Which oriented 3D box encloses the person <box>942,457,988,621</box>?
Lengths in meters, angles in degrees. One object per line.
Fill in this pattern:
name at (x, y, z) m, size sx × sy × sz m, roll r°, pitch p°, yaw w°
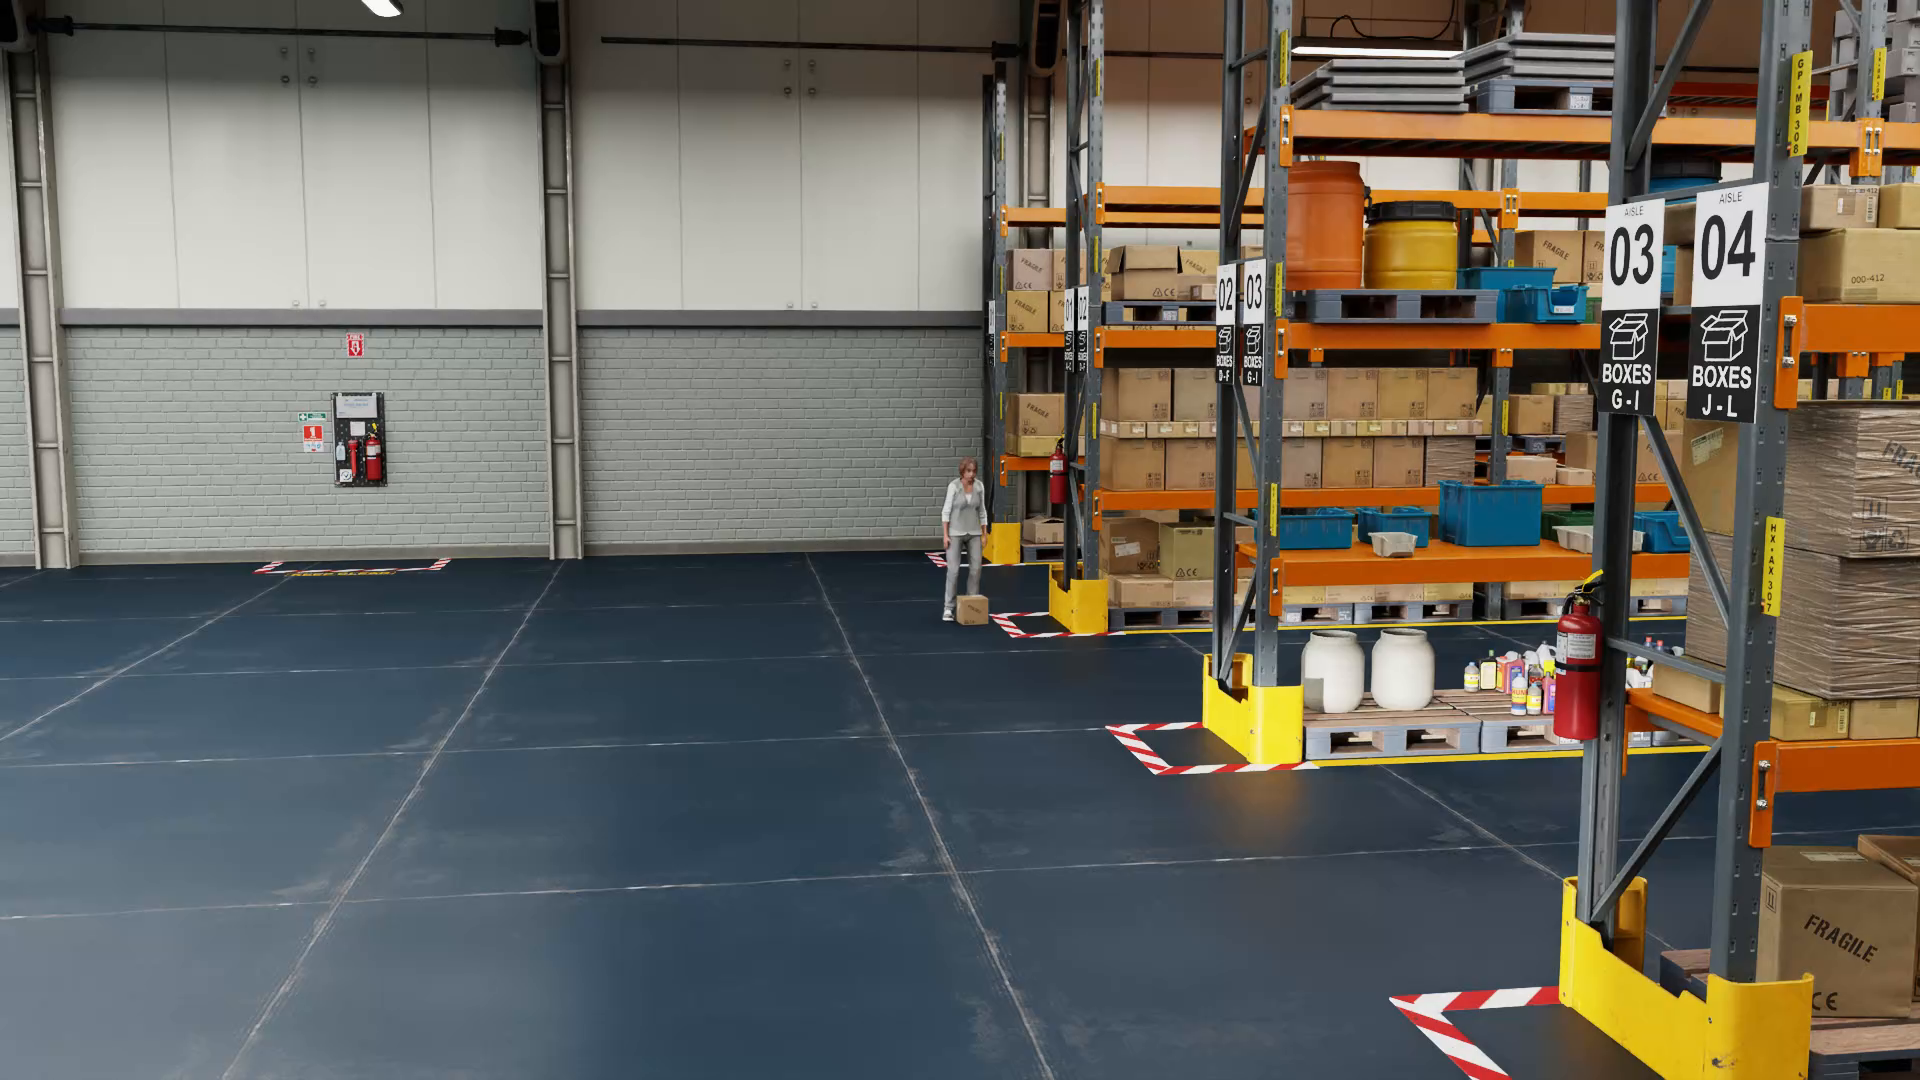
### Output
person at (0.045, -0.019, 16.197) m, size 0.478 × 1.591 × 0.345 m, roll -2°, pitch 7°, yaw -16°
